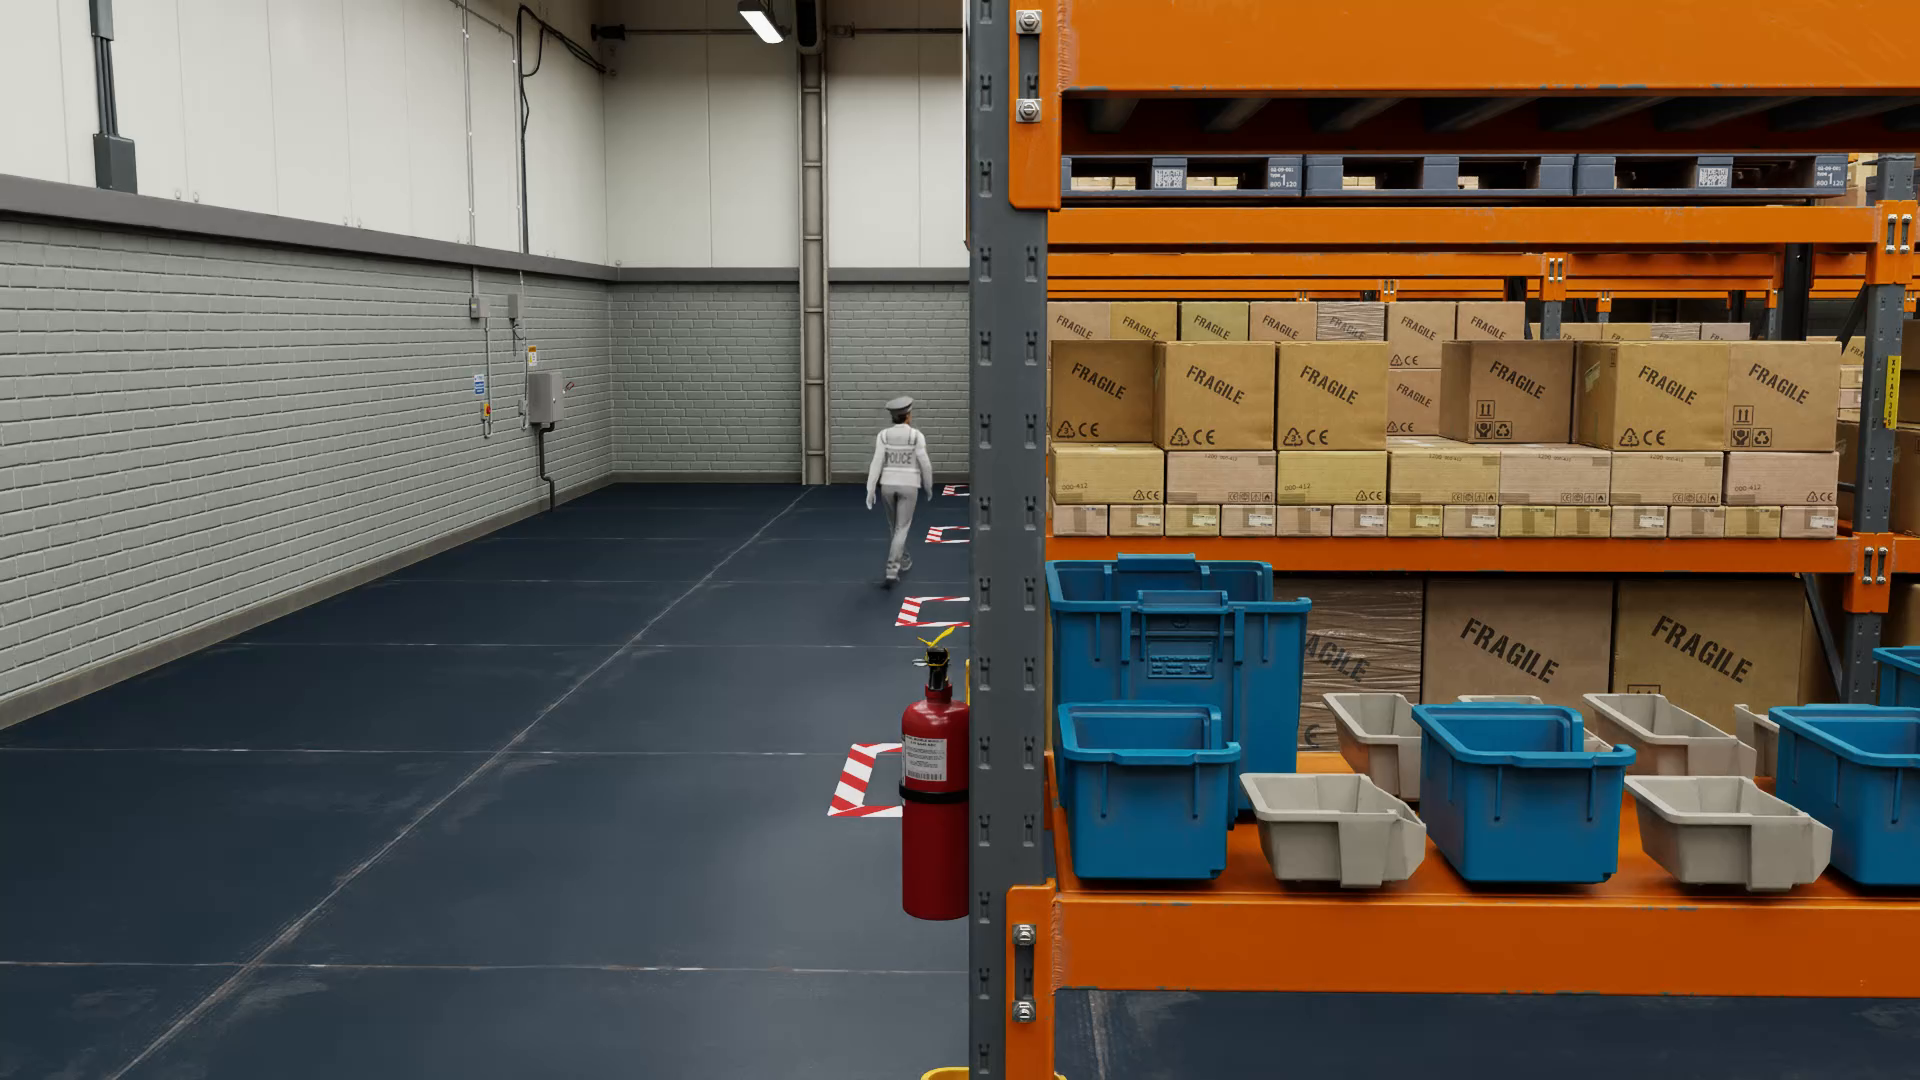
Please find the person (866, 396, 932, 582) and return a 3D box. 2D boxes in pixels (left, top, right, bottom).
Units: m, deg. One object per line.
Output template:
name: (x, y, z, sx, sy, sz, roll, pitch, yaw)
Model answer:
person: (-0.509, -0.473, 14.814, 0.531, 1.609, 1.070, 2, 8, 18)
